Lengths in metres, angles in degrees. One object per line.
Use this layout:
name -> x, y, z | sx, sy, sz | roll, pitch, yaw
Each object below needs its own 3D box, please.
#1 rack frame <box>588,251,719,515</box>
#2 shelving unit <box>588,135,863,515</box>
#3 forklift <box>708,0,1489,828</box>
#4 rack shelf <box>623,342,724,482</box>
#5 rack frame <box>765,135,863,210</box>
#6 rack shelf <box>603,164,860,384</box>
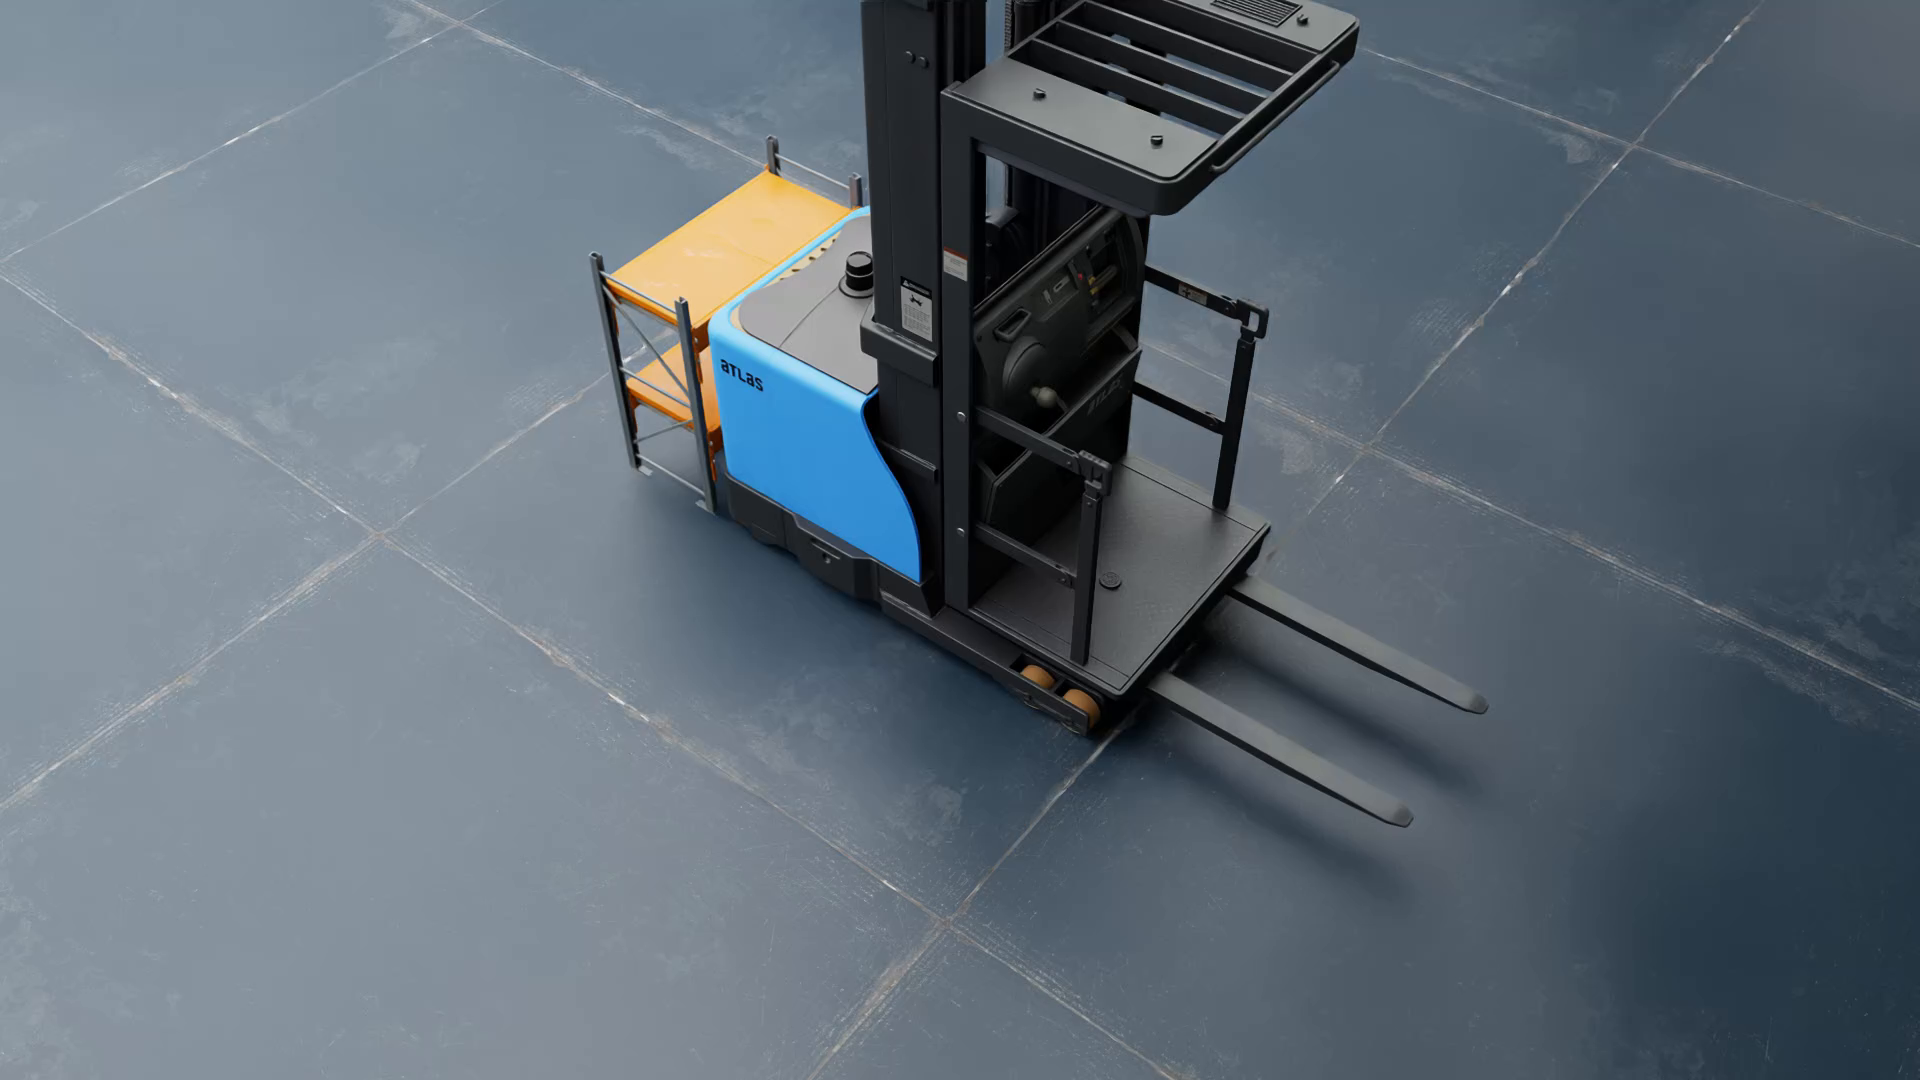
rack frame -> -1.226, -0.610, 6.720 | 0.500, 1.125, 0.032 | 29, 53, 25
shelving unit -> -0.917, -0.903, 6.999 | 0.538, 1.125, 1.048 | 29, 53, 25
forklift -> 0.516, -0.730, 5.585 | 3.031, 2.935, 1.130 | 29, 53, 25
rack shelf -> -0.917, -0.734, 7.176 | 0.538, 0.278, 1.000 | 29, 53, 25
rack frame -> -0.609, -1.195, 7.278 | 0.500, 1.125, 0.032 | 29, 53, 25
rack shelf -> -0.917, -1.105, 6.787 | 0.538, 0.278, 1.000 | 29, 53, 25
